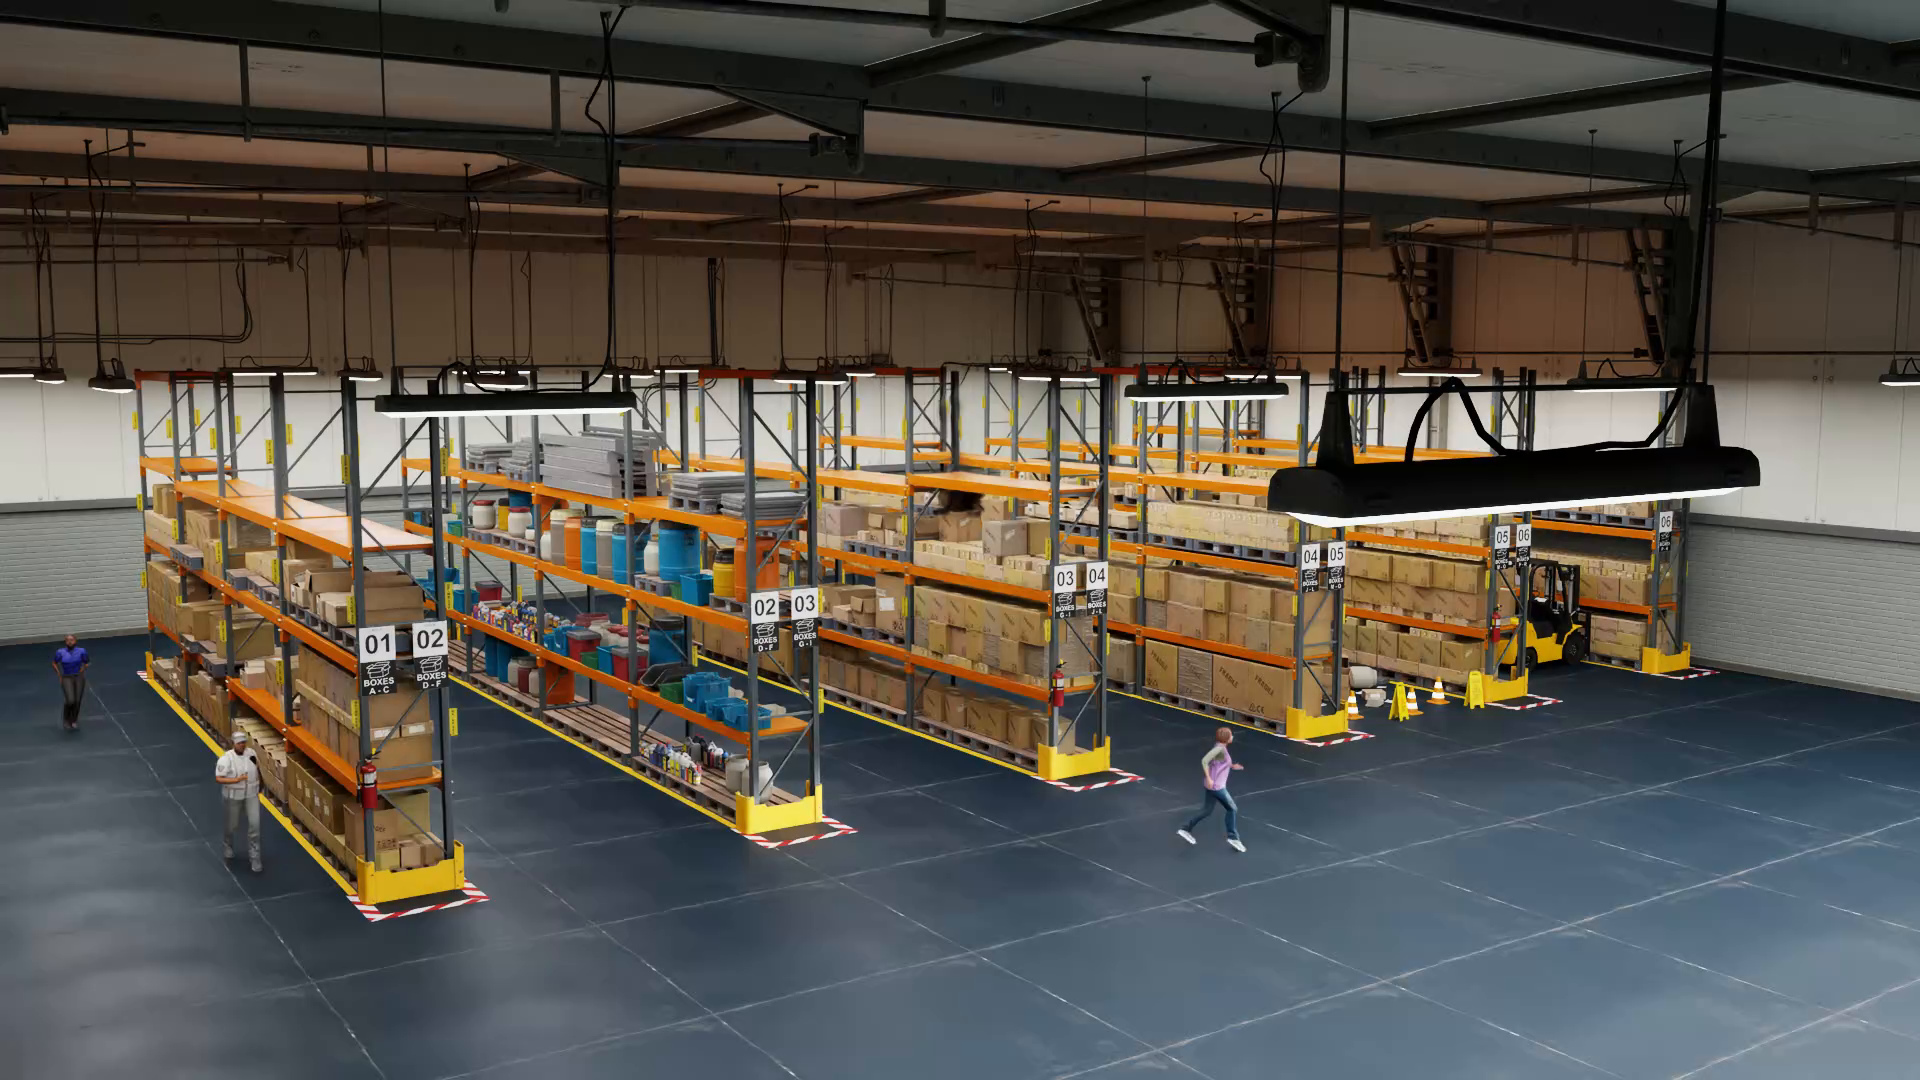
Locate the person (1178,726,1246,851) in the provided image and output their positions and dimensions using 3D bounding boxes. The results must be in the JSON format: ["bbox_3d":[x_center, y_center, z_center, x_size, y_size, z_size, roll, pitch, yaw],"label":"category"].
[{"bbox_3d":[3.214,3.162,21.128,0.871,1.621,0.556,1,6,5],"label":"person"}]

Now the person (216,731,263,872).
[{"bbox_3d":[-8.883,3.177,20.504,0.590,1.687,0.909,-5,8,-40],"label":"person"}]

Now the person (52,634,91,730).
[{"bbox_3d":[-14.851,2.381,27.859,0.555,1.633,0.632,-5,8,-35],"label":"person"}]
